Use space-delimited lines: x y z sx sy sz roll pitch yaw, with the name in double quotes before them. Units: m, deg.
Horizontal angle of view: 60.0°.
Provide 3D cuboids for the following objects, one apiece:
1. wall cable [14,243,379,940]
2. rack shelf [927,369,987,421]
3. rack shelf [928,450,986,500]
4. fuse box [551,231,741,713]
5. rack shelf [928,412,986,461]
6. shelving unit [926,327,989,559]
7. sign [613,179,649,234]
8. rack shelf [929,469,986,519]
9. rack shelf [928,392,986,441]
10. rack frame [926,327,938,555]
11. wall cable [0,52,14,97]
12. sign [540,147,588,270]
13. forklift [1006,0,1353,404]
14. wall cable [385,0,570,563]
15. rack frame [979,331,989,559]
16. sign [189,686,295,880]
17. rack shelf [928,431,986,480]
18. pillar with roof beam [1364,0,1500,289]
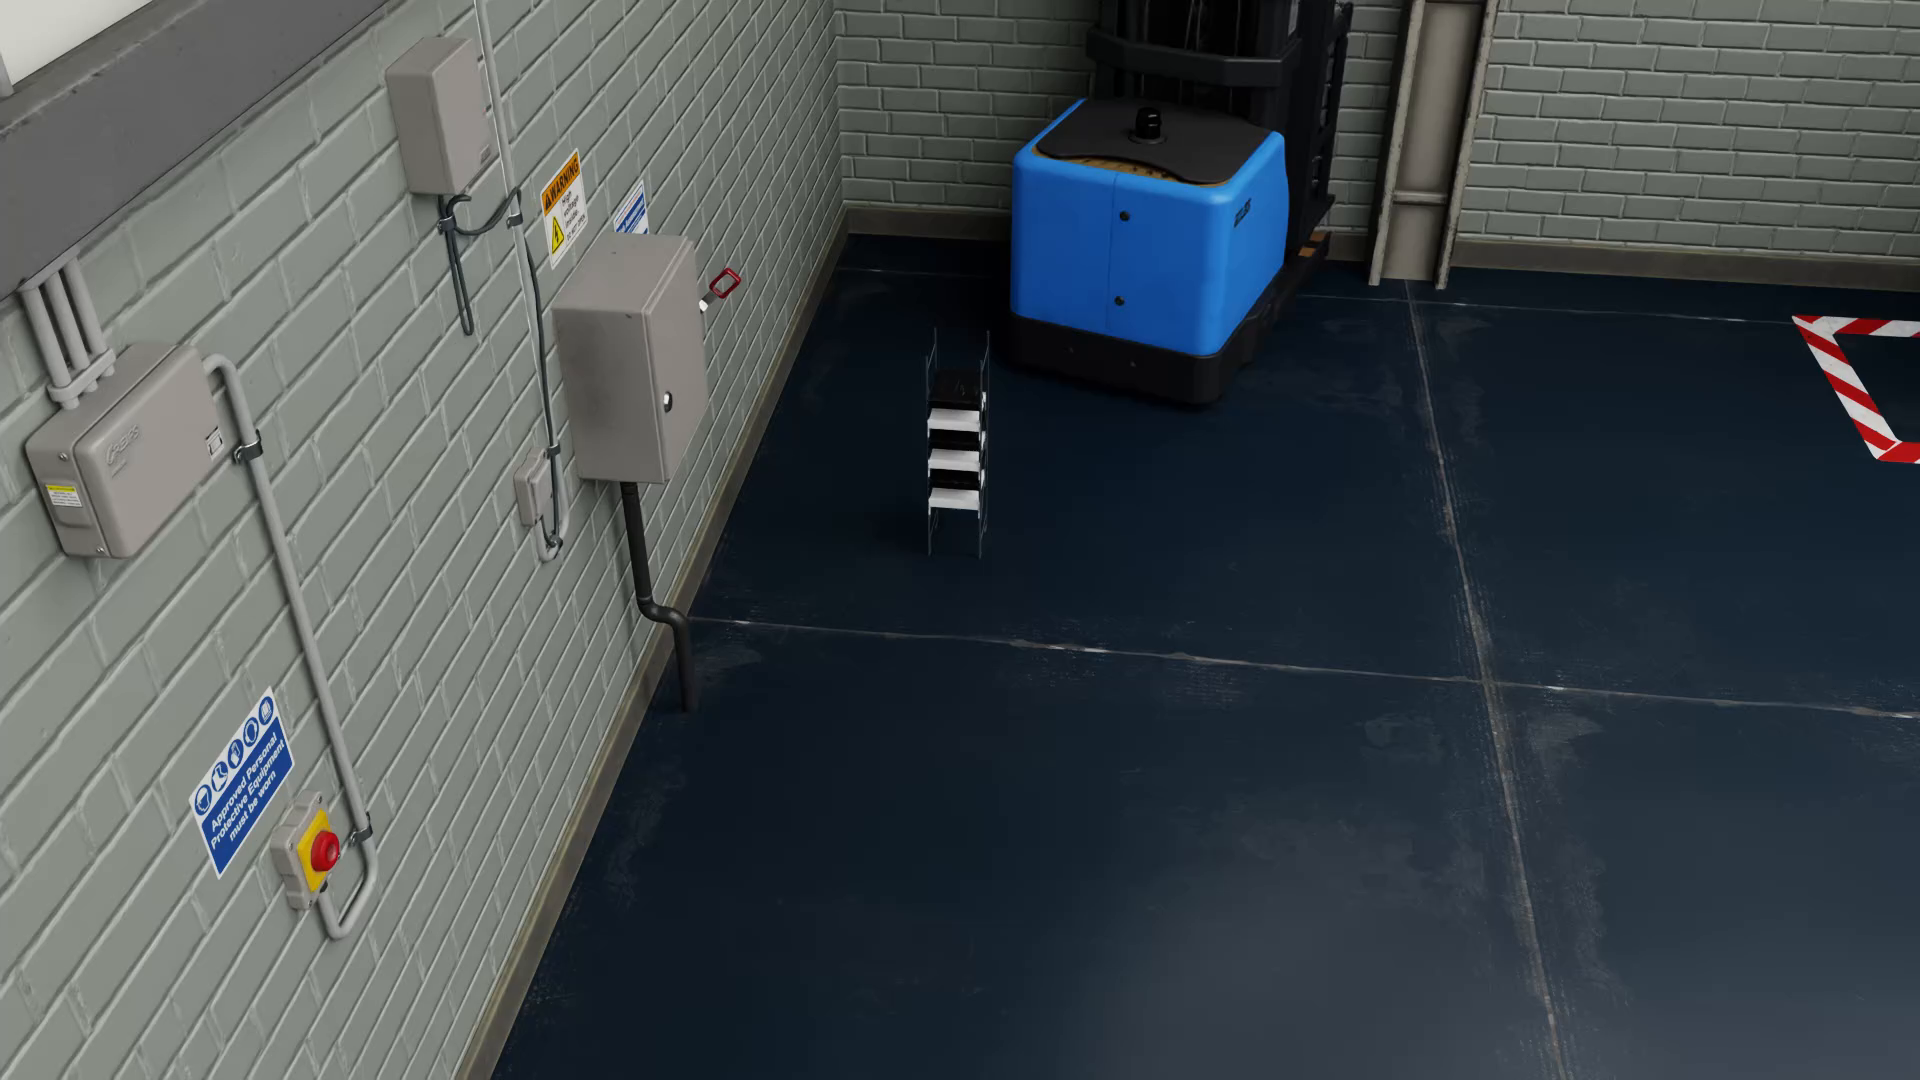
"wall cable" -1.340 0.134 3.078 0.123 1.953 0.585 4 36 6
"rack shelf" -0.008 -0.560 6.352 0.200 0.077 0.258 4 36 6
"rack shelf" -0.008 -0.267 6.561 0.200 0.077 0.258 4 36 6
"fuse box" -0.928 -0.115 5.438 0.414 1.711 0.539 4 36 6
"rack shelf" -0.008 -0.413 6.457 0.200 0.077 0.258 4 36 6
"shelving unit" -0.008 -0.367 6.489 0.210 0.900 0.258 4 36 6
"sign" -1.070 -0.900 5.511 0.001 0.494 0.329 4 36 6
"rack shelf" -0.008 -0.193 6.613 0.200 0.077 0.258 4 36 6
"rack shelf" -0.008 -0.486 6.404 0.200 0.077 0.258 4 36 6
"rack frame" -0.109 -0.374 6.500 0.006 0.900 0.240 4 36 6
"wall cable" -1.422 -1.736 1.437 0.029 3.000 0.463 4 36 6
"sign" -1.140 -0.959 4.800 0.001 0.242 0.339 4 36 6
"forklift" 1.312 -2.650 7.940 1.130 2.935 3.031 16 38 21
"wall cable" -1.171 -0.671 4.234 0.122 1.984 0.588 4 36 6
"rack frame" 0.093 -0.359 6.479 0.006 0.900 0.240 4 36 6
"sign" -1.407 0.474 3.272 0.001 0.218 0.327 4 36 6
"rack shelf" -0.008 -0.340 6.509 0.200 0.077 0.258 4 36 6
"pillar with roof beam" 1.776 -2.576 2.614 0.400 9.000 9.100 4 36 6
